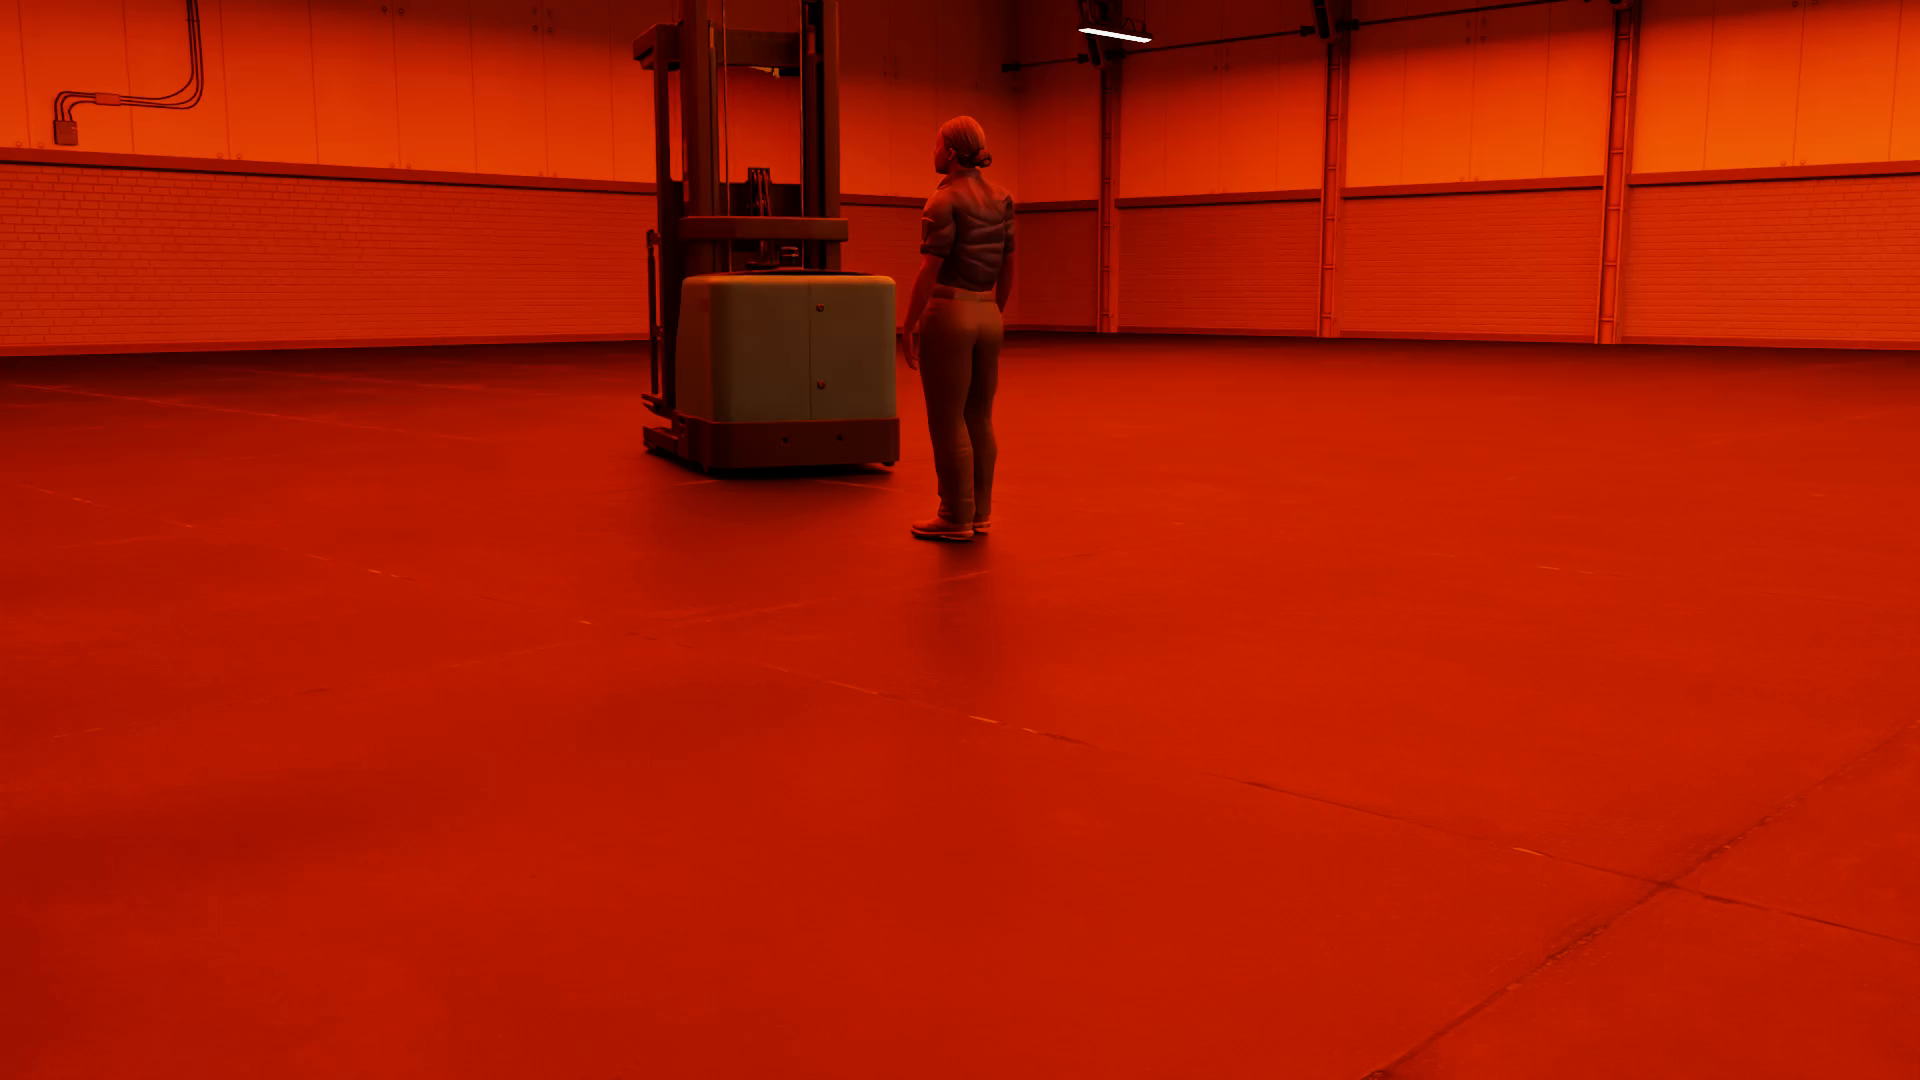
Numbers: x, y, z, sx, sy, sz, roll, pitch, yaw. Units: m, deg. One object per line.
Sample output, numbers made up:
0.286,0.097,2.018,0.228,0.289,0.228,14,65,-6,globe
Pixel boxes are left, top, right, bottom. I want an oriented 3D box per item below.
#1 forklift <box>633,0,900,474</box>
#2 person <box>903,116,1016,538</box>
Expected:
-1.331,-1.985,10.057,1.130,2.935,3.031,-3,9,-21,forklift
-0.050,-0.836,6.667,0.503,1.656,0.570,8,12,43,person
